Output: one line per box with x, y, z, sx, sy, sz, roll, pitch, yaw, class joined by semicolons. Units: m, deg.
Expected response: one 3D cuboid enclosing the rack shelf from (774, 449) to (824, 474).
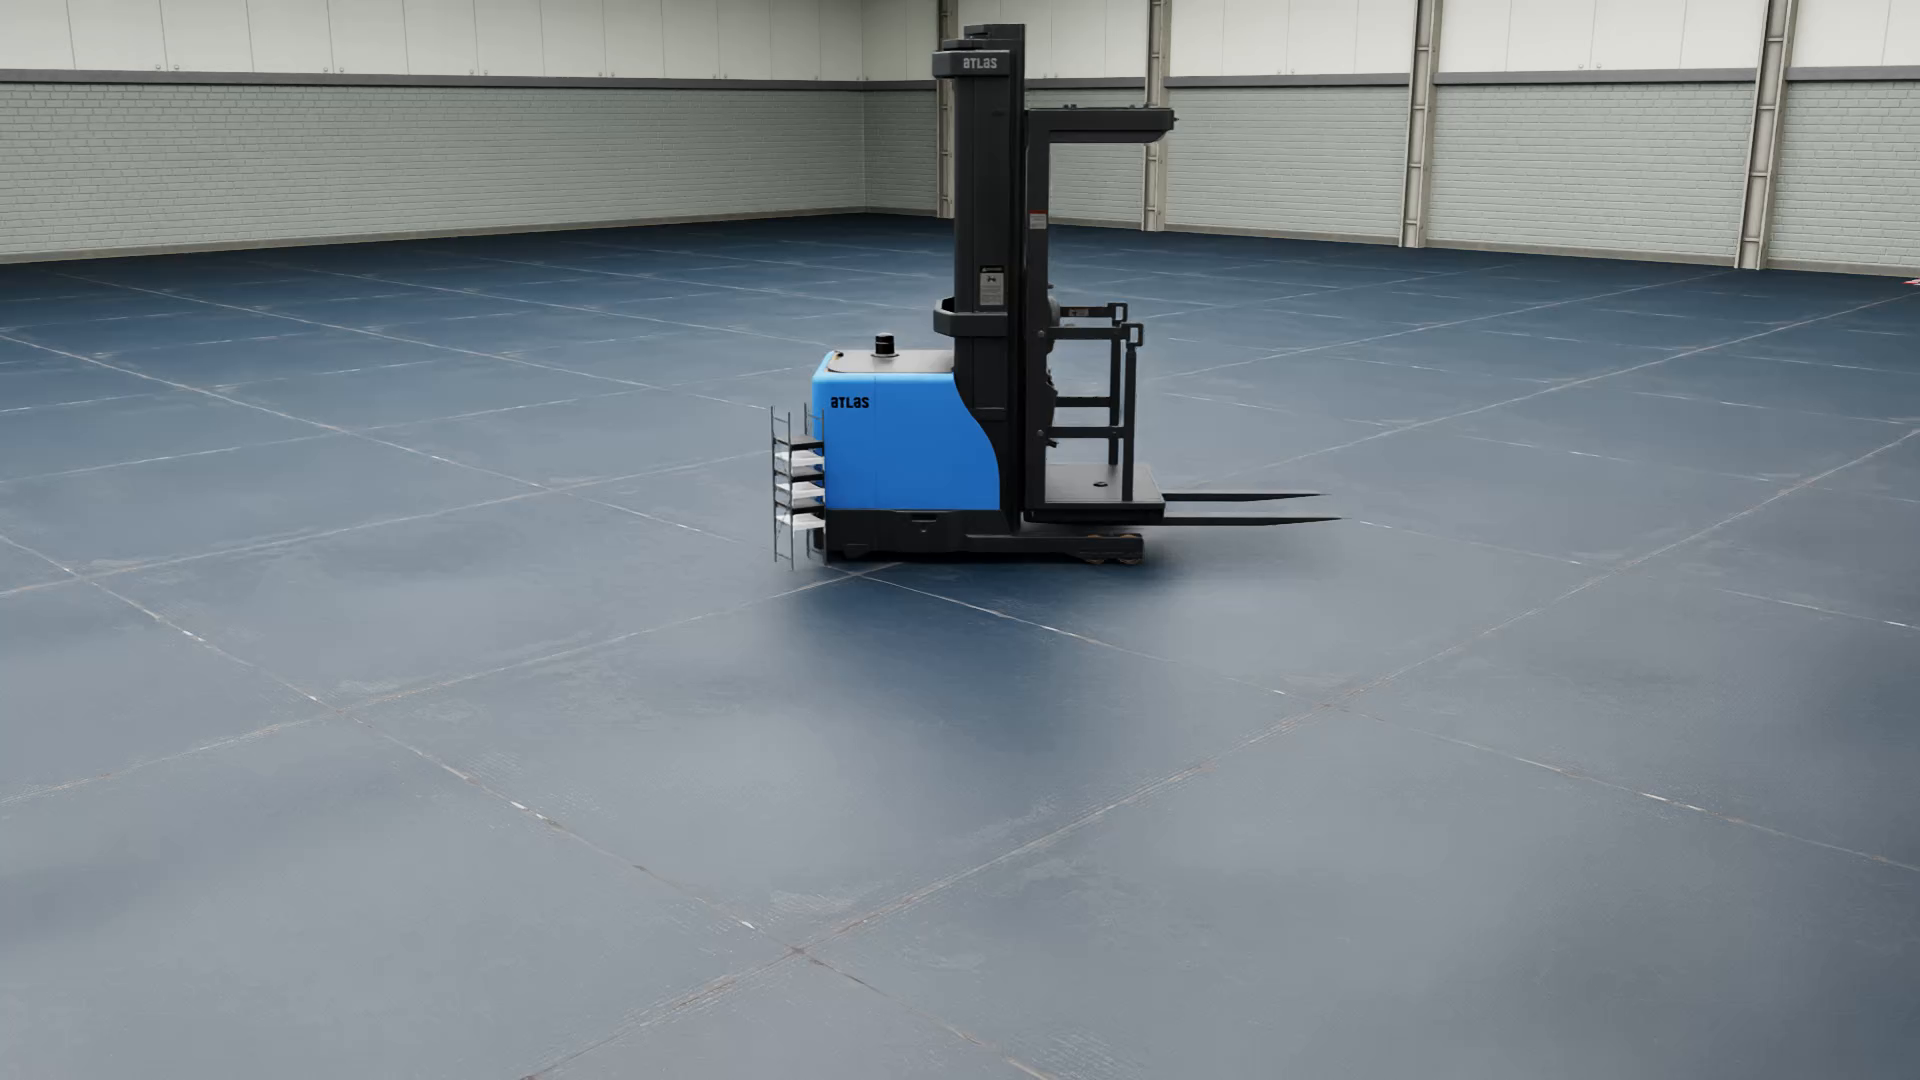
-0.899;-0.437;9.241;0.200;0.077;0.258;-8;17;-30;rack shelf

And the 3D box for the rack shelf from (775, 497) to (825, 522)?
-0.900;-0.176;9.308;0.200;0.077;0.258;-8;17;-30;rack shelf

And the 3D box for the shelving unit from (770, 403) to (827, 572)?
-0.900;-0.295;9.278;0.210;0.900;0.258;-8;17;-30;shelving unit

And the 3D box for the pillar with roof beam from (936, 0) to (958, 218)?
-3.275;-11.084;34.624;0.400;9.000;9.100;14;20;42;pillar with roof beam

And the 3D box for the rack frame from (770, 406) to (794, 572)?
-0.987;-0.282;9.227;0.006;0.900;0.240;-8;17;-30;rack frame

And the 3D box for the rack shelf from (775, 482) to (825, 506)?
-0.900;-0.263;9.286;0.200;0.077;0.258;-8;17;-30;rack shelf

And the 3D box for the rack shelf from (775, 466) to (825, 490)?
-0.900;-0.350;9.263;0.200;0.077;0.258;-8;17;-30;rack shelf

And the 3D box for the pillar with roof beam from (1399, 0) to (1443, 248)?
5.364;-8.984;26.564;0.400;9.000;9.100;14;20;42;pillar with roof beam

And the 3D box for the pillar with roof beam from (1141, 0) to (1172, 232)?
1.045;-10.034;30.594;0.400;9.000;9.100;14;20;42;pillar with roof beam

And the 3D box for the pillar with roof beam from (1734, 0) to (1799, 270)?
9.683;-7.934;22.534;0.400;9.000;9.100;14;20;42;pillar with roof beam

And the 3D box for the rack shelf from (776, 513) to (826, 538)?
-0.901;-0.088;9.331;0.200;0.077;0.258;-8;17;-30;rack shelf

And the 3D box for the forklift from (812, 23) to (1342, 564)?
0.680;-1.417;9.556;3.031;2.935;1.130;0;15;1;forklift

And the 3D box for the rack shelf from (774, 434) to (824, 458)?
-0.899;-0.524;9.218;0.200;0.077;0.258;-8;17;-30;rack shelf

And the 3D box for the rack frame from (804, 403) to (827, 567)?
-0.813;-0.308;9.329;0.006;0.900;0.240;-8;17;-30;rack frame
